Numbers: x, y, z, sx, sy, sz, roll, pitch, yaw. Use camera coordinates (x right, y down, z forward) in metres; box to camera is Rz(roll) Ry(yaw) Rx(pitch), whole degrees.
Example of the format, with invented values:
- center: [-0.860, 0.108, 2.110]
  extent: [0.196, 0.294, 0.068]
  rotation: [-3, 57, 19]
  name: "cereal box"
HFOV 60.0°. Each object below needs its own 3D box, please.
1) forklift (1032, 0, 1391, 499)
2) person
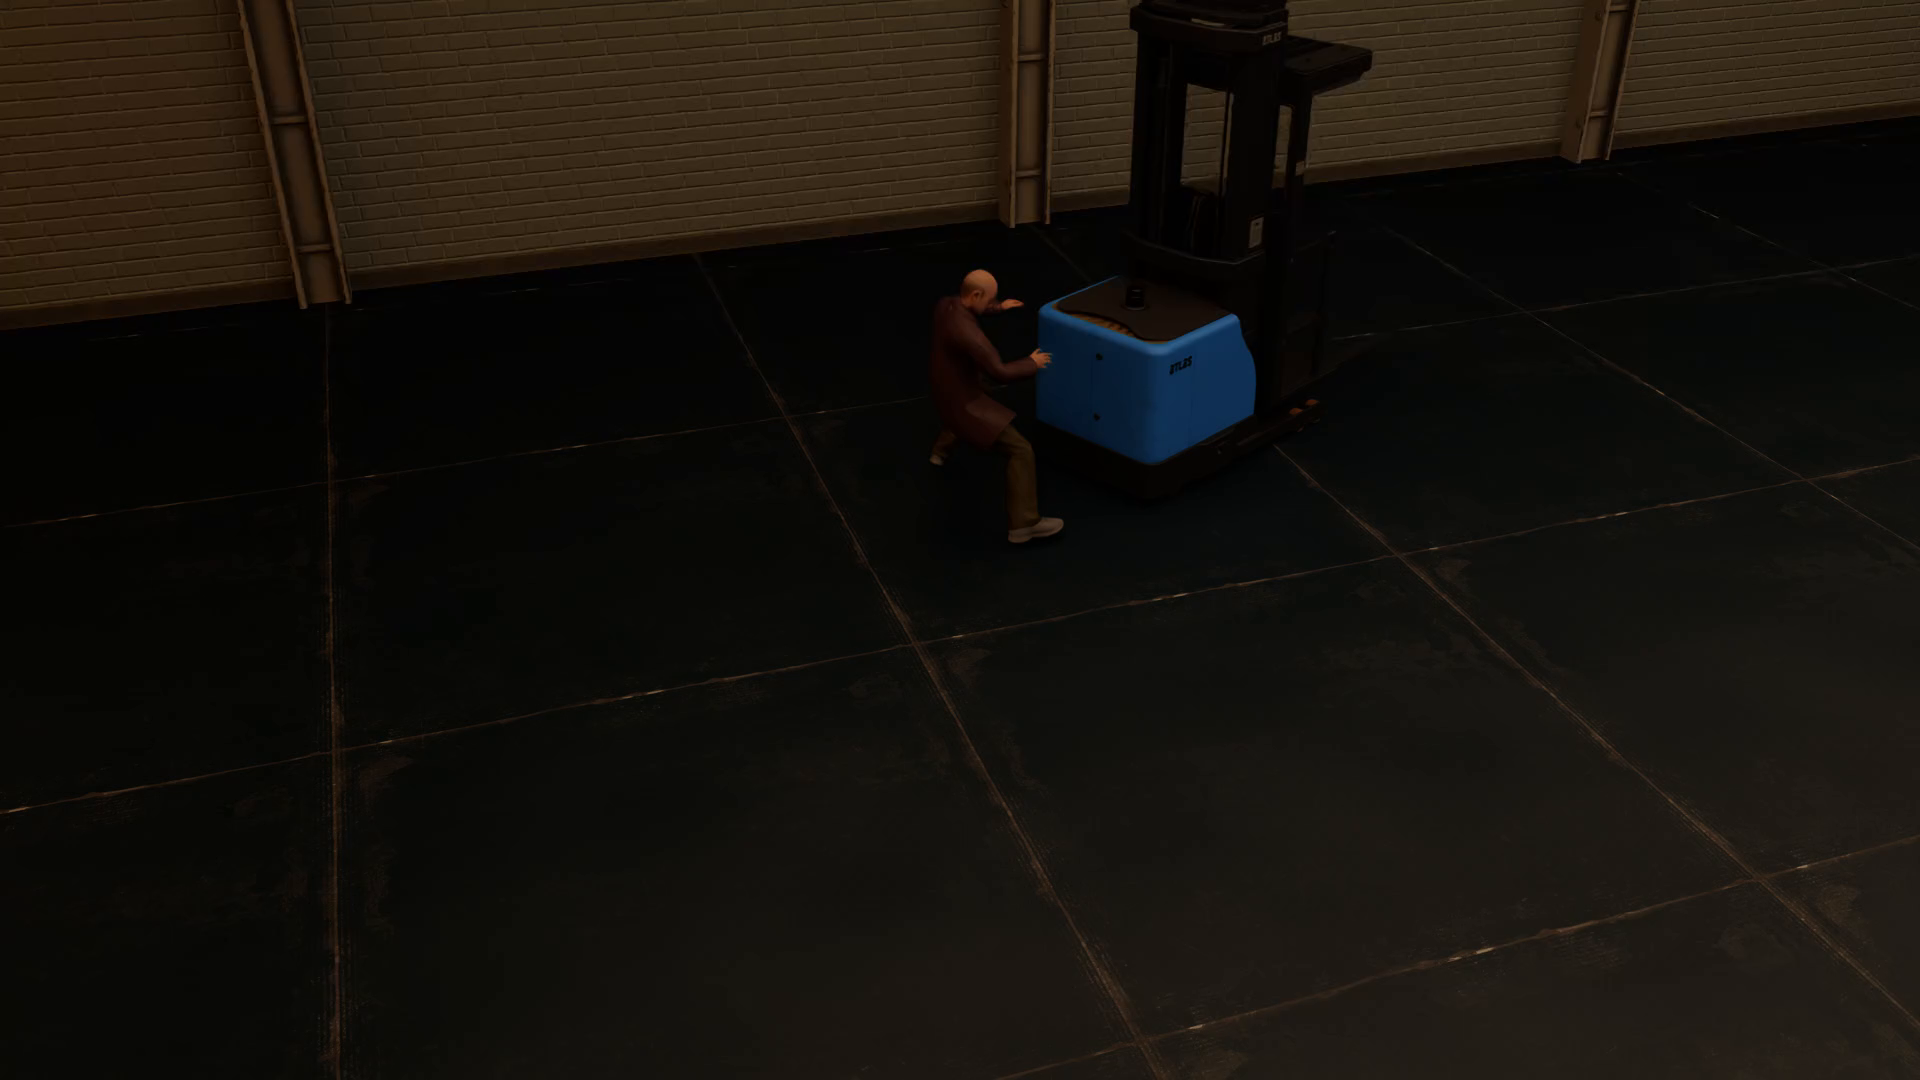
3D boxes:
- center: [1.866, -2.161, 10.843]
  extent: [1.130, 2.935, 3.031]
  rotation: [26, 39, 37]
  name: "forklift"
- center: [0.163, -0.937, 10.047]
  extent: [0.713, 1.523, 1.267]
  rotation: [-6, 31, -11]
  name: "person"
